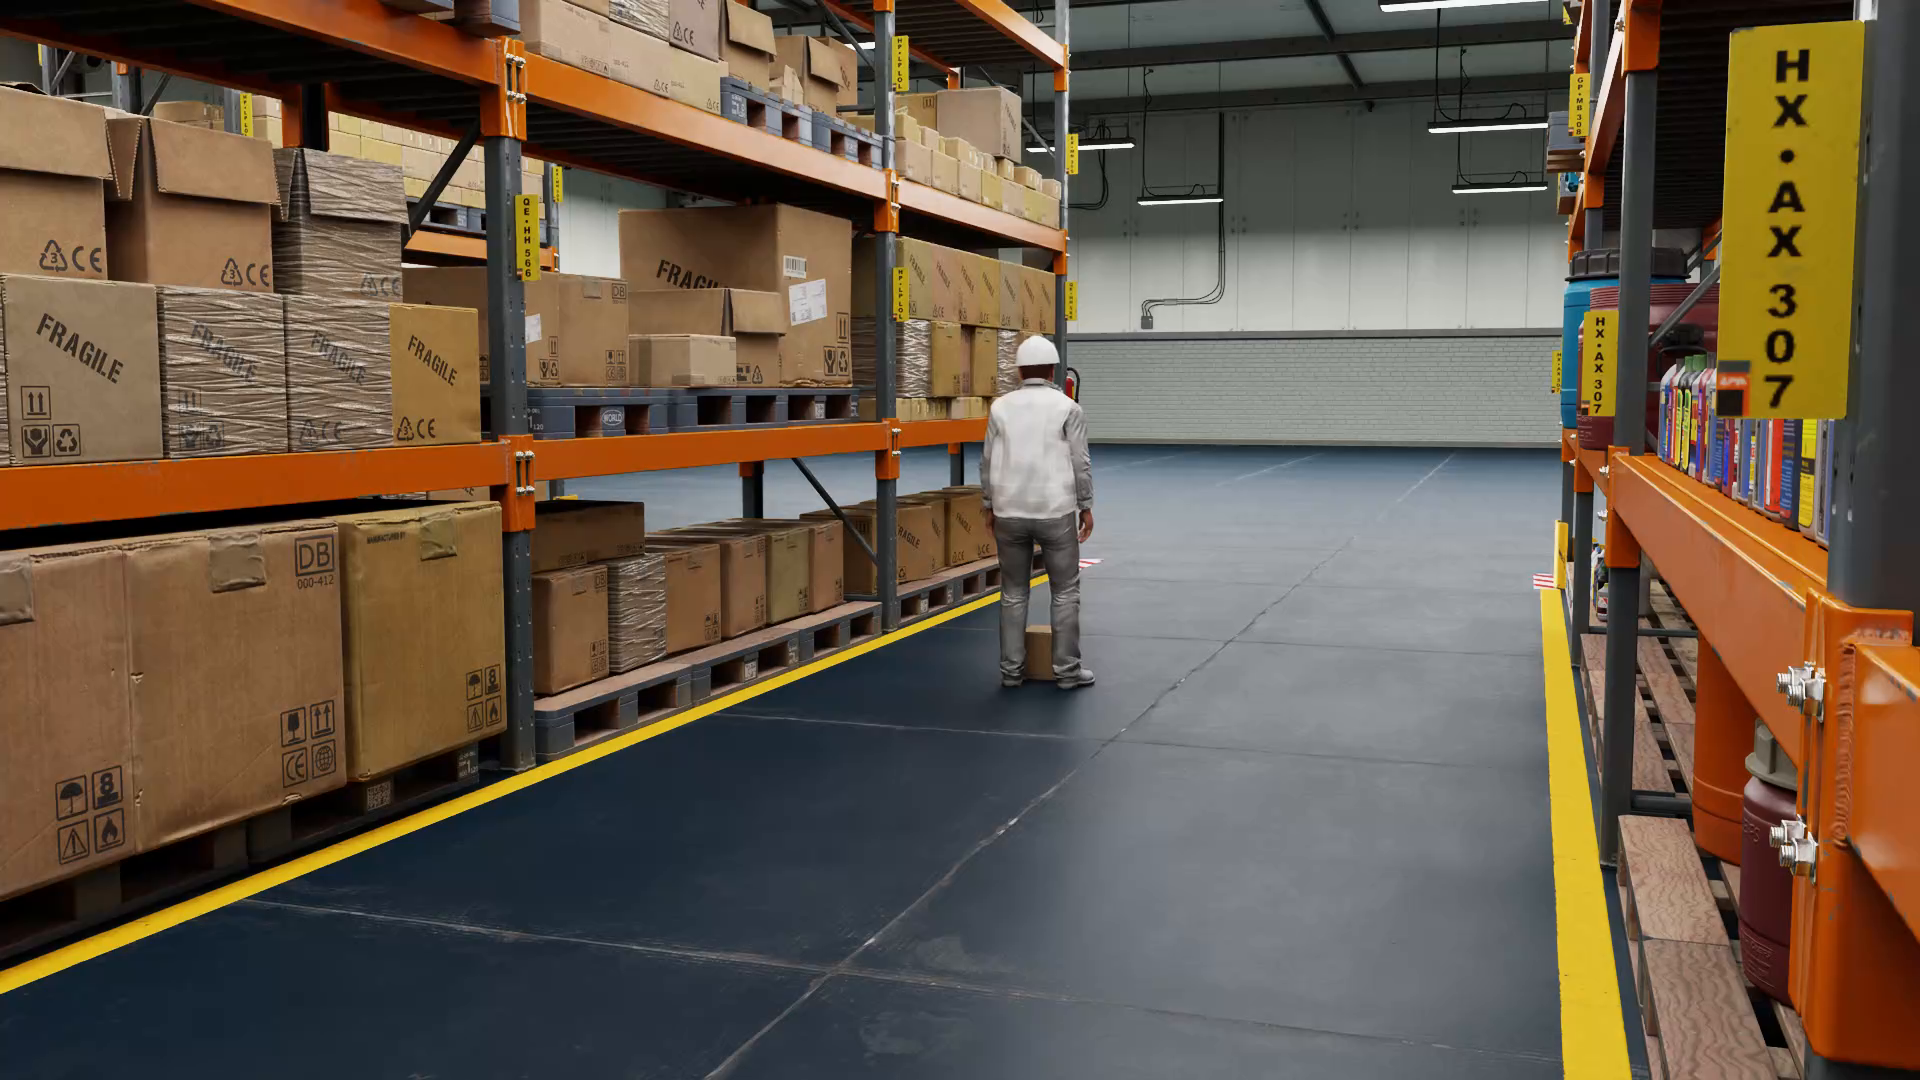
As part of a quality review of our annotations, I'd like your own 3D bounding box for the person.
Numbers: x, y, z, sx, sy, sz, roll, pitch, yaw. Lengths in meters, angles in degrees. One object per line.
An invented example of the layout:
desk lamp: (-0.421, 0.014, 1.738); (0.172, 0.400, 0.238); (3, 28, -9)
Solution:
person: (0.392, -0.143, 8.426); (0.581, 1.771, 0.464); (2, 5, 18)
